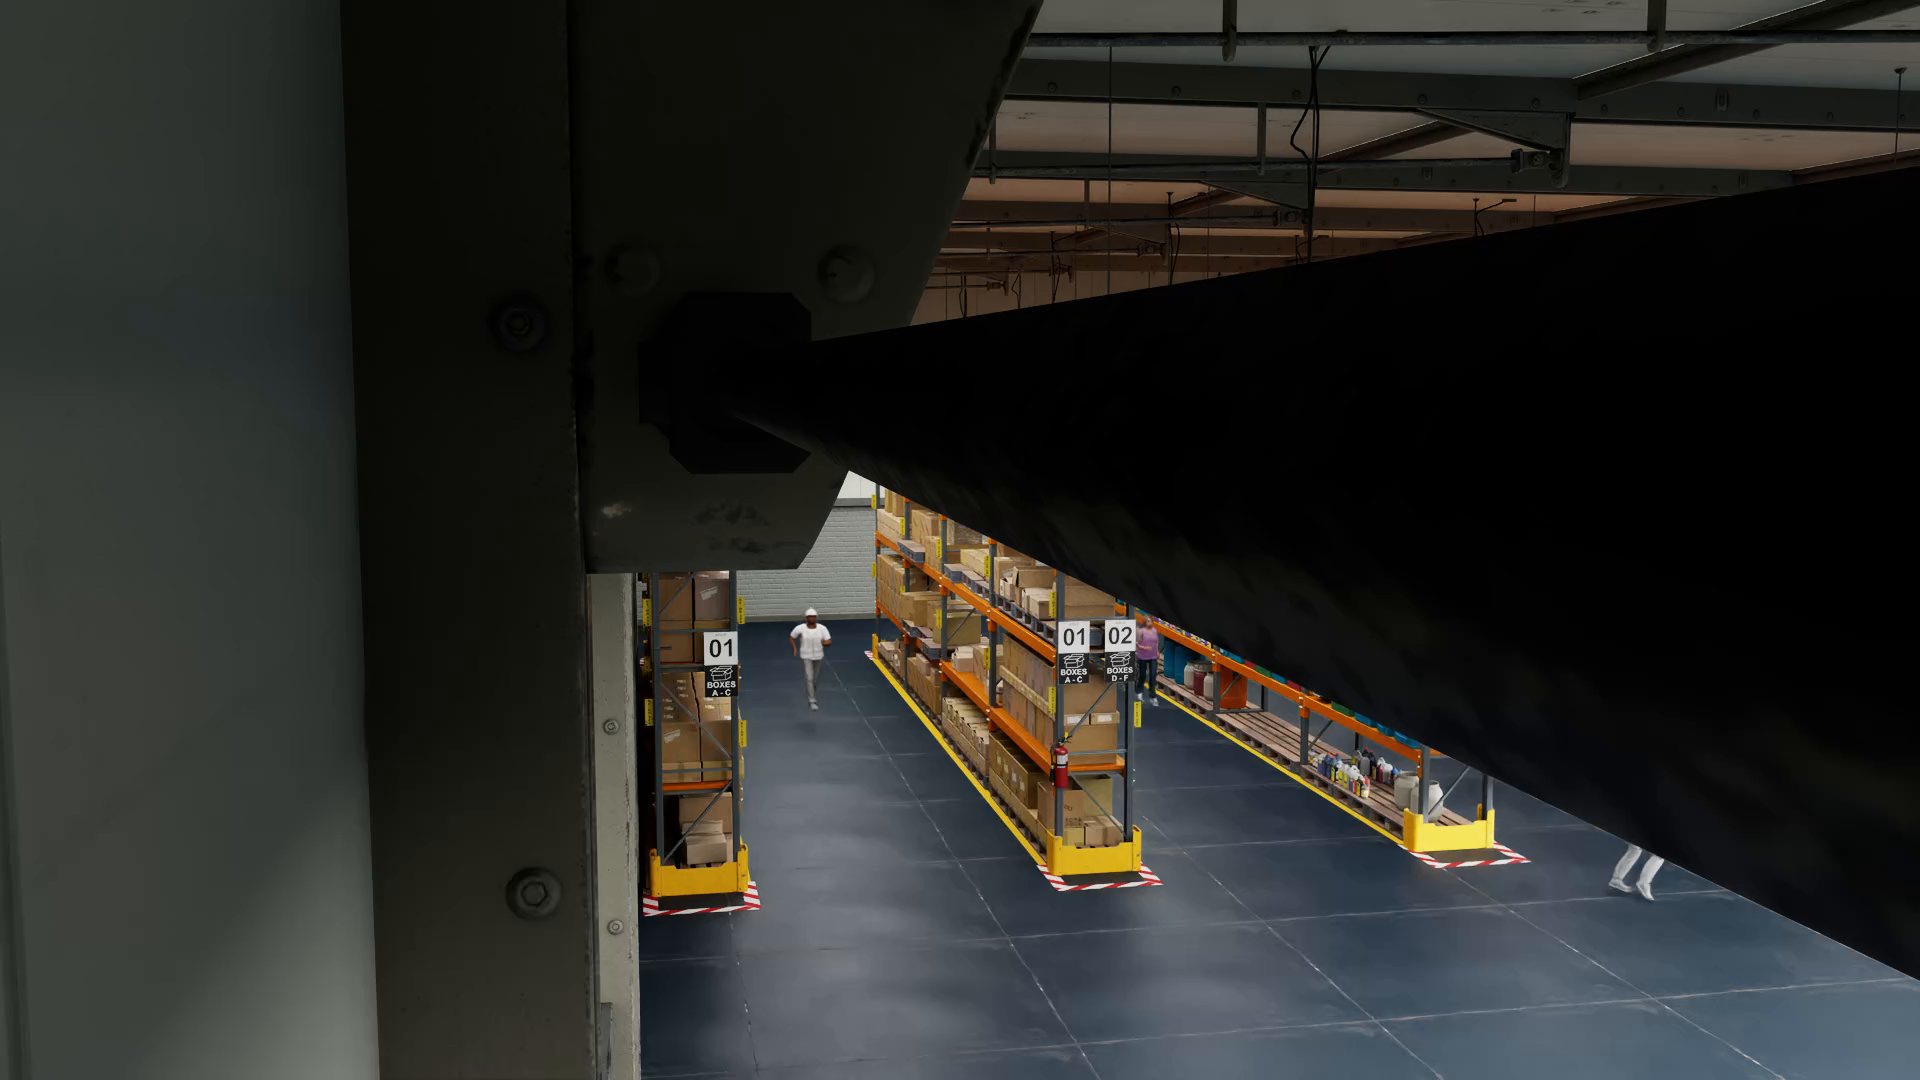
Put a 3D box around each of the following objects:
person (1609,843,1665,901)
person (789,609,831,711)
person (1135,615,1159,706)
[{"bbox_3d":[8.203,3.459,19.977,0.708,1.740,0.579,3,6,25],"label":"person"},{"bbox_3d":[-2.630,2.122,29.580,0.704,1.807,0.926,-2,6,-20],"label":"person"},{"bbox_3d":[3.389,2.156,29.938,0.543,1.618,0.786,-2,6,-16],"label":"person"}]
